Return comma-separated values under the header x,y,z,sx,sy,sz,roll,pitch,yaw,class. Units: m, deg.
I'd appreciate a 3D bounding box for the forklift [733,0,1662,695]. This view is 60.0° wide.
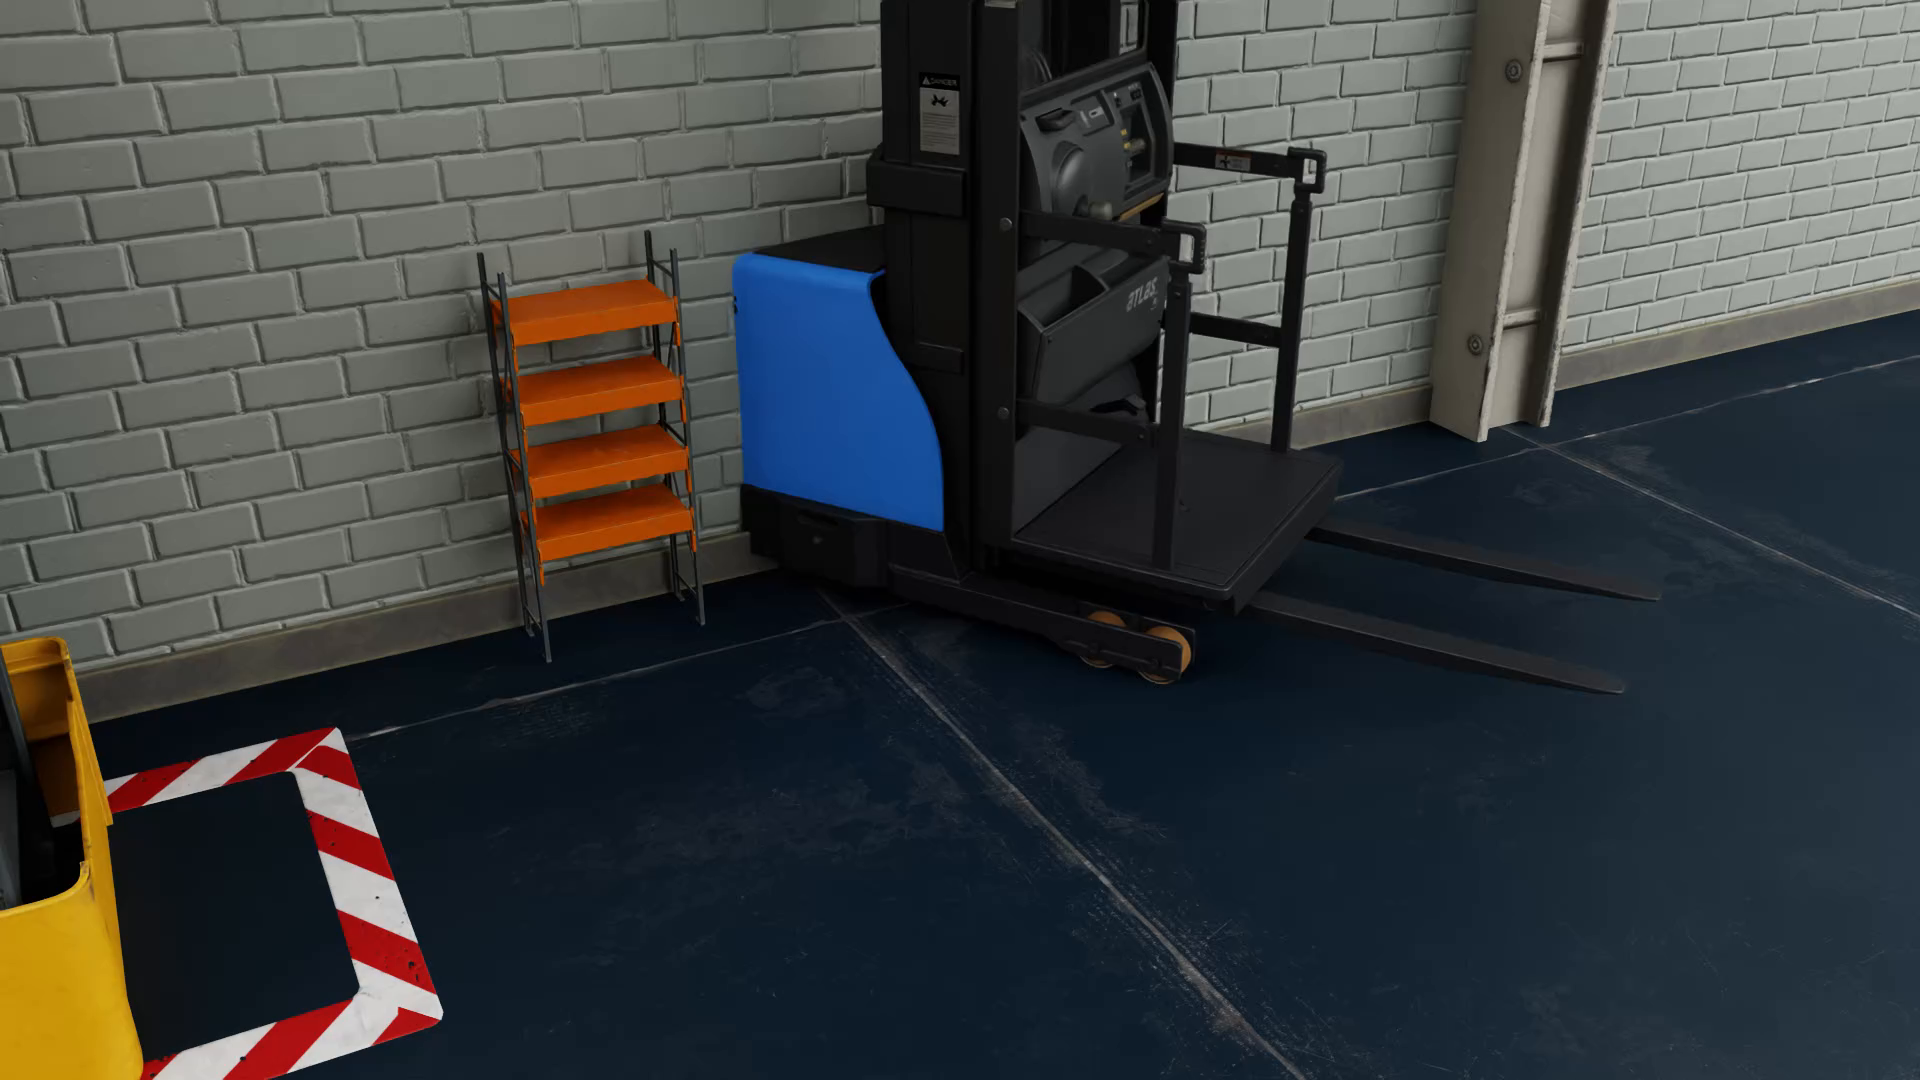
x,y,z,sx,sy,sz,roll,pitch,yaw,class
0.591,-1.162,4.783,3.031,2.935,1.130,14,29,26,forklift

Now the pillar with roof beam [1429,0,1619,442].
x,y,z,sx,sy,sz,roll,pitch,yaw,class
4.164,-2.896,1.385,0.400,9.000,9.100,-13,29,-25,pillar with roof beam

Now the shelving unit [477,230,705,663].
x,y,z,sx,sy,sz,roll,pitch,yaw,class
-1.074,-0.269,4.924,0.503,1.200,0.258,-13,29,-26,shelving unit

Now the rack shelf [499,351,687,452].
x,y,z,sx,sy,sz,roll,pitch,yaw,class
-1.074,-0.410,4.856,0.480,0.148,0.258,-13,29,-26,rack shelf

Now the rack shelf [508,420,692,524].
x,y,z,sx,sy,sz,roll,pitch,yaw,class
-1.074,-0.208,4.953,0.480,0.148,0.258,-13,29,-26,rack shelf

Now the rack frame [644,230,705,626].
x,y,z,sx,sy,sz,roll,pitch,yaw,class
-0.860,-0.320,5.029,0.015,1.200,0.240,-13,29,-26,rack frame

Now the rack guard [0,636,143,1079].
x,y,z,sx,sy,sz,roll,pitch,yaw,class
-2.096,0.711,3.692,0.348,0.500,1.175,-13,29,-25,rack guard

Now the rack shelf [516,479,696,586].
x,y,z,sx,sy,sz,roll,pitch,yaw,class
-1.074,-0.029,5.039,0.480,0.148,0.258,-13,29,-26,rack shelf

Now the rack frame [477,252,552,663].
x,y,z,sx,sy,sz,roll,pitch,yaw,class
-1.288,-0.218,4.818,0.015,1.200,0.240,-13,29,-26,rack frame

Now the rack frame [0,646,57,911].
x,y,z,sx,sy,sz,roll,pitch,yaw,class
-2.117,-0.411,3.141,0.127,3.000,1.000,-13,29,-25,rack frame

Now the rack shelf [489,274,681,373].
x,y,z,sx,sy,sz,roll,pitch,yaw,class
-1.074,-0.623,4.754,0.480,0.148,0.258,-13,29,-26,rack shelf
